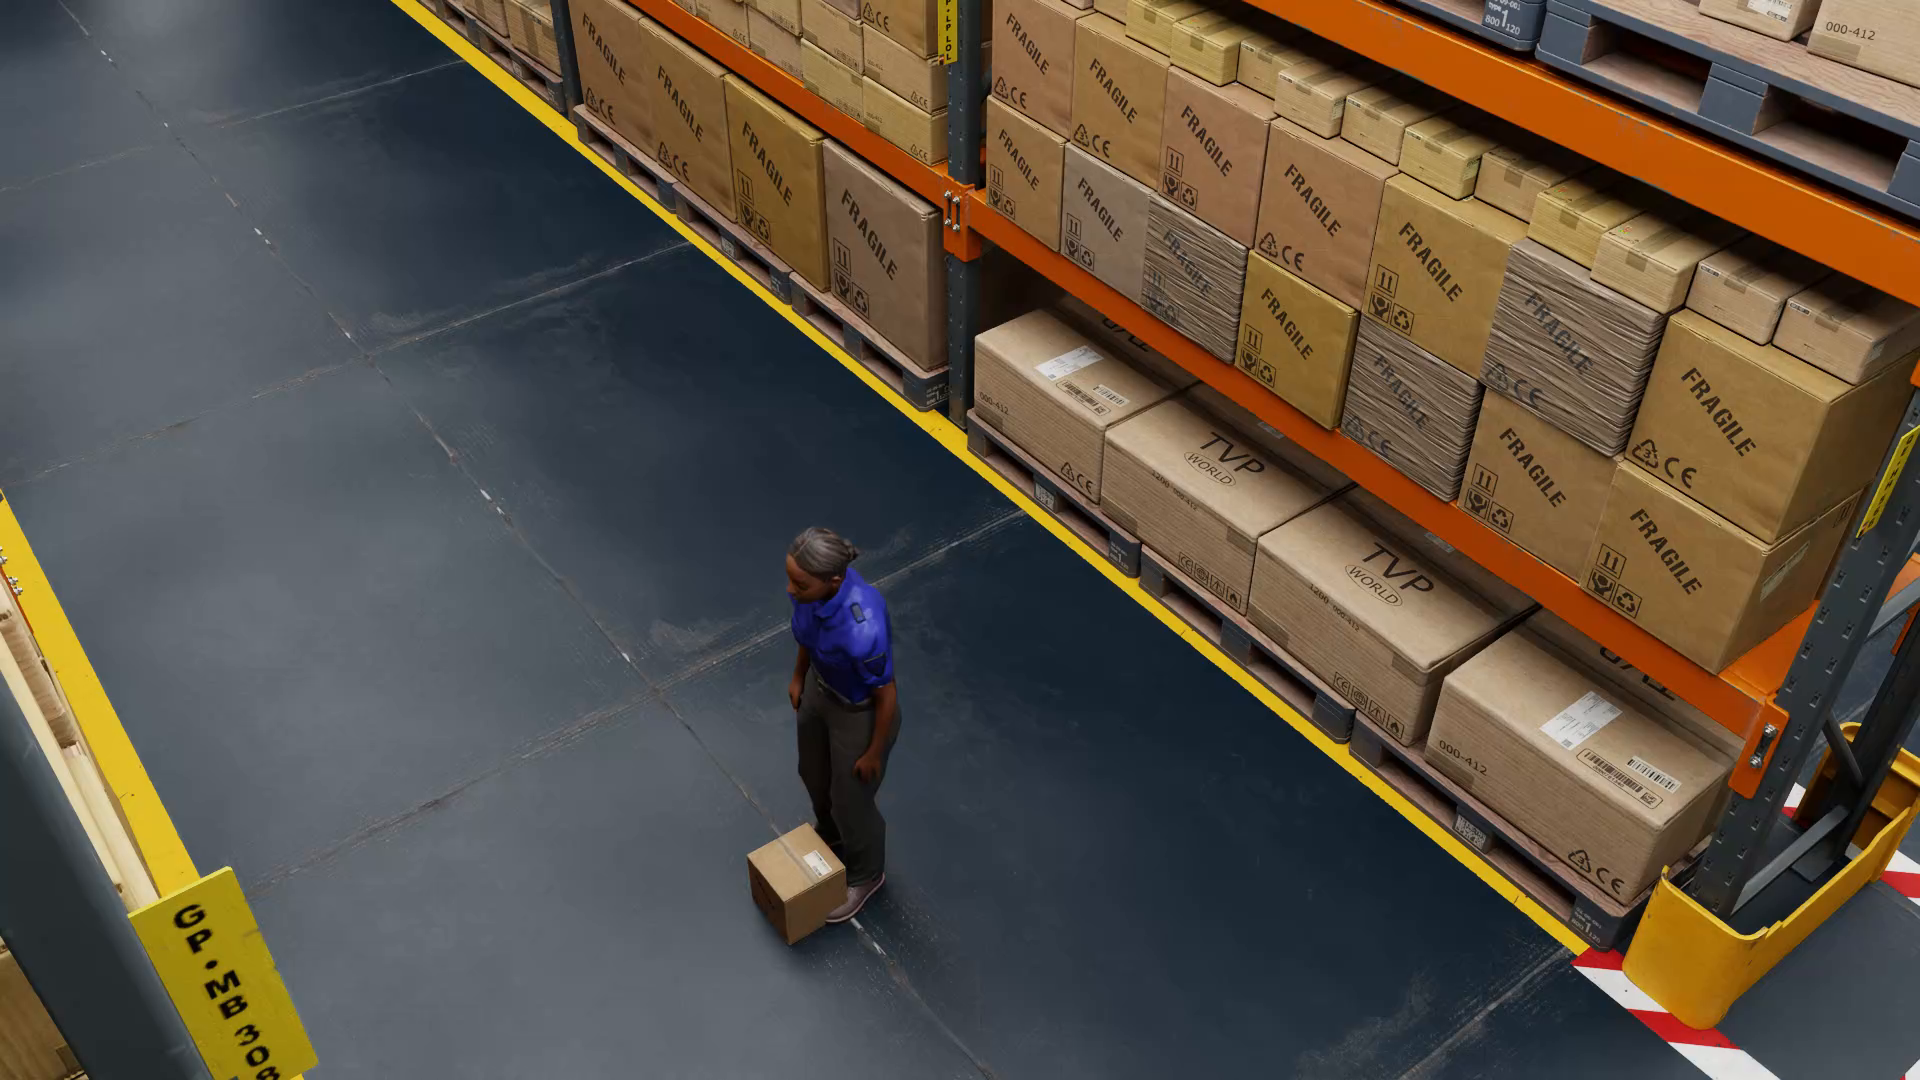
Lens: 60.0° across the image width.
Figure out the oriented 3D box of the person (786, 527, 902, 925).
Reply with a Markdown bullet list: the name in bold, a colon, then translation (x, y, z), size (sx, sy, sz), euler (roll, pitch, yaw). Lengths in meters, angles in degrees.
- **person**: translation (-0.410, 0.580, 5.483), size (0.391, 1.655, 0.505), euler (-26, 47, -27)
